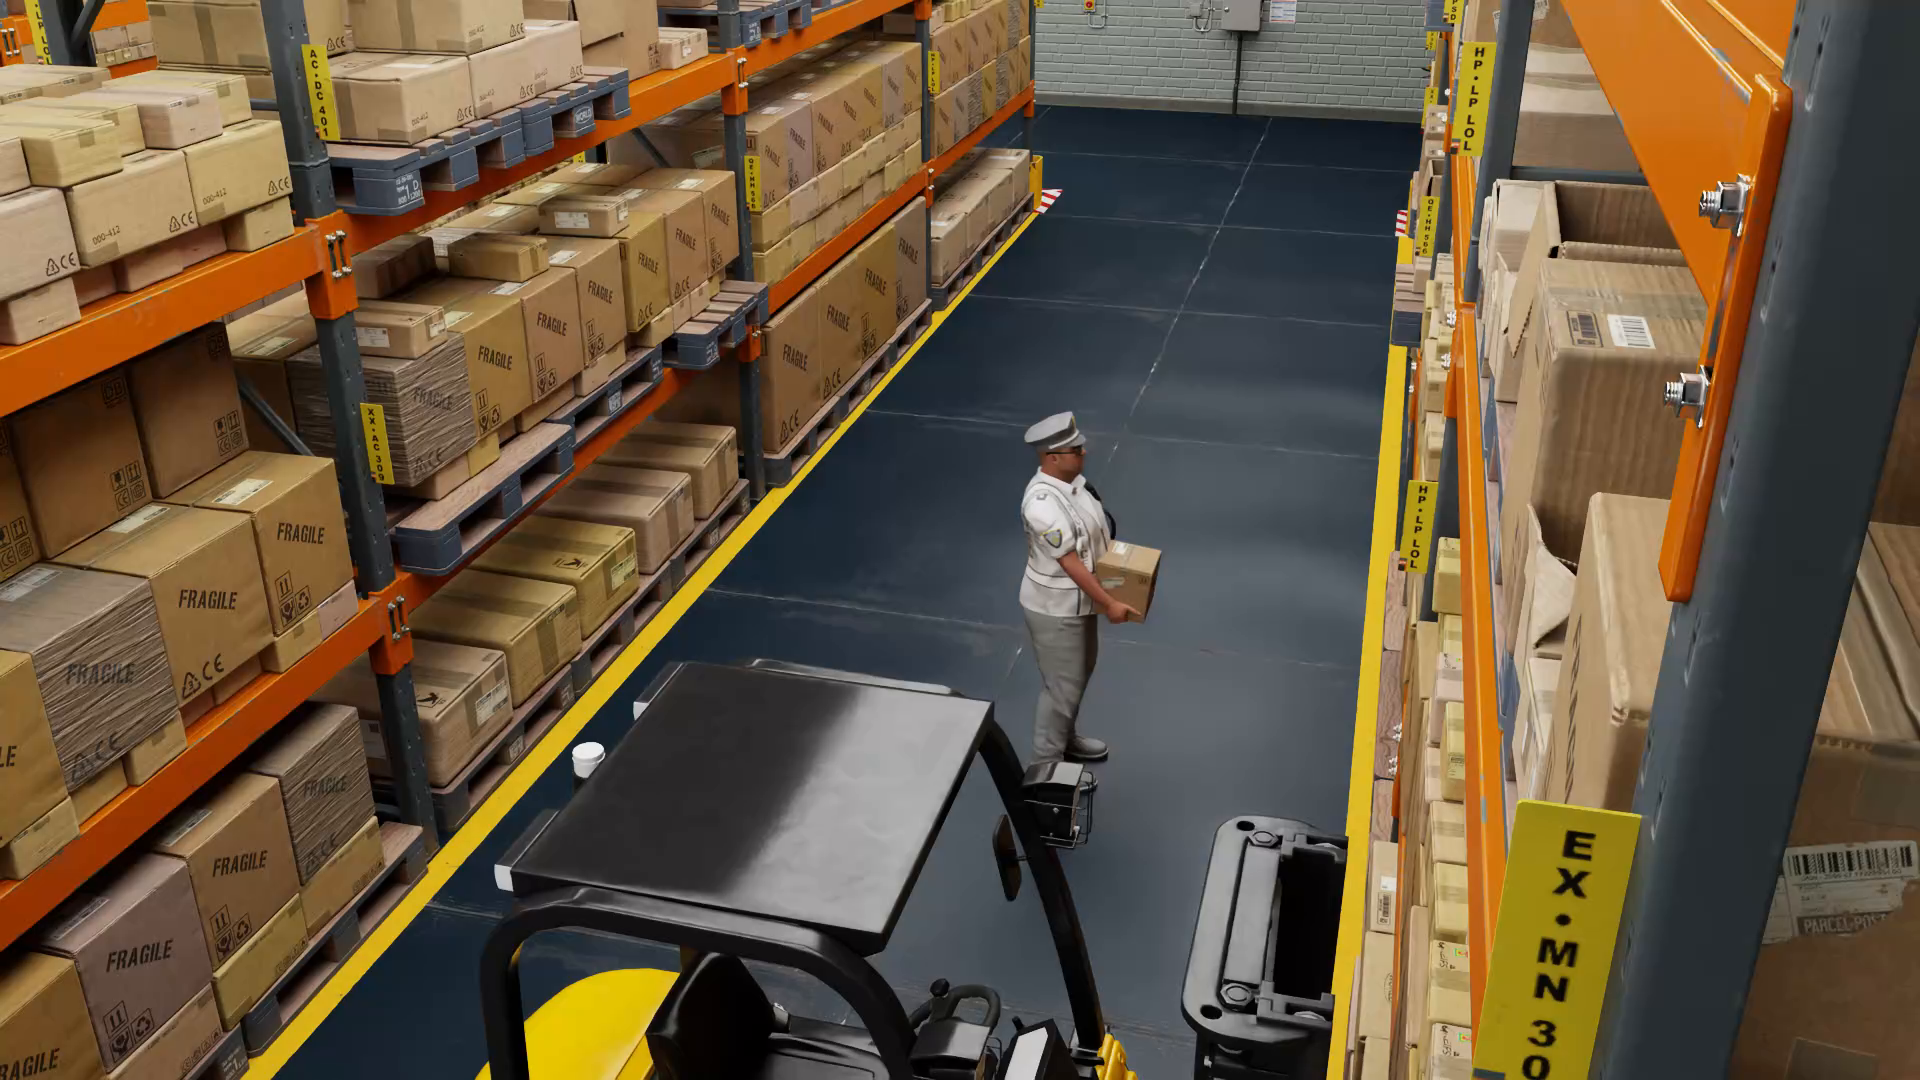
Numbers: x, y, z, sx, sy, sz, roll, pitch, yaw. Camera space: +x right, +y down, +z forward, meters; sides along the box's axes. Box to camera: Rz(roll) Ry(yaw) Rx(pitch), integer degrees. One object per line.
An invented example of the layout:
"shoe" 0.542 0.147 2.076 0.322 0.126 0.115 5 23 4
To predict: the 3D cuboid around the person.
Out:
"person" 0.543 0.266 7.503 0.552 1.775 0.518 6 26 13
